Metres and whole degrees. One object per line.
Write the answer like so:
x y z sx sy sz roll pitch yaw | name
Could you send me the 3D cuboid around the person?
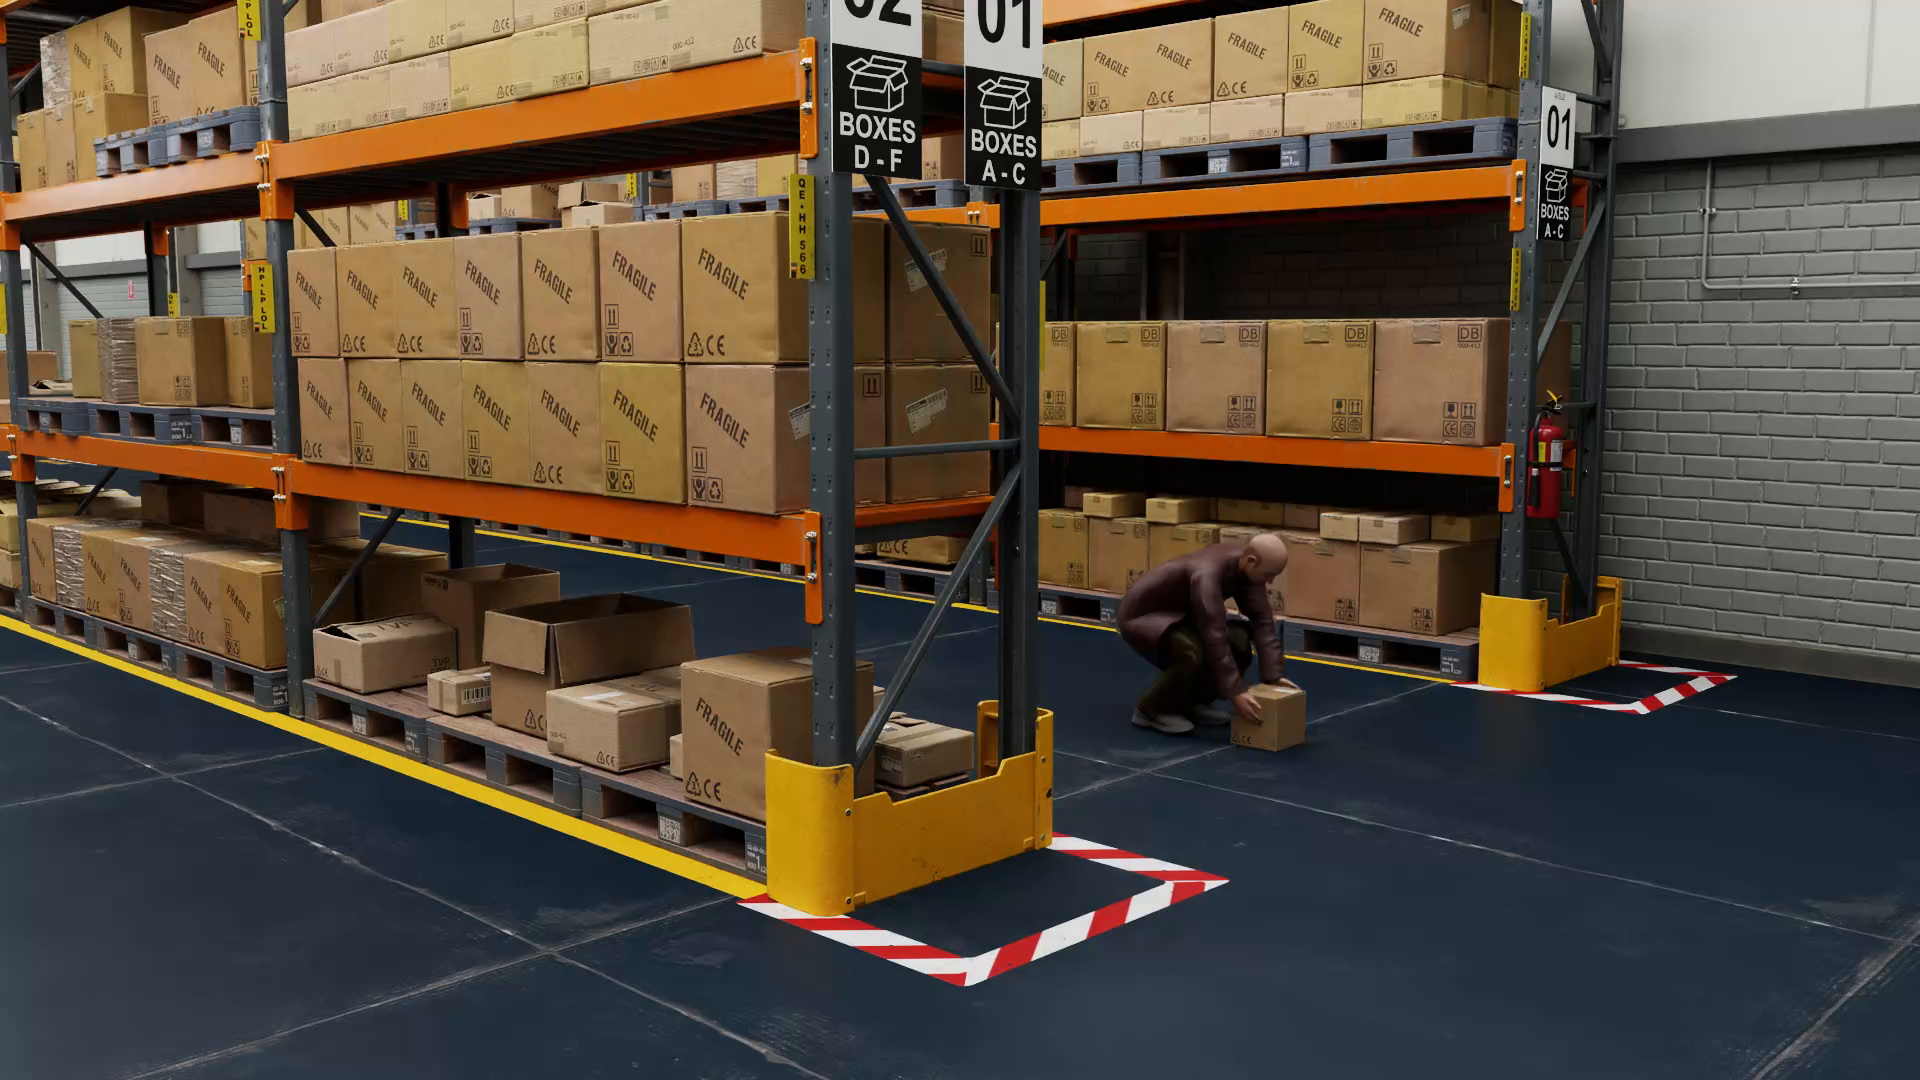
1.183 0.446 8.033 0.903 0.960 0.609 7 9 43 | person
